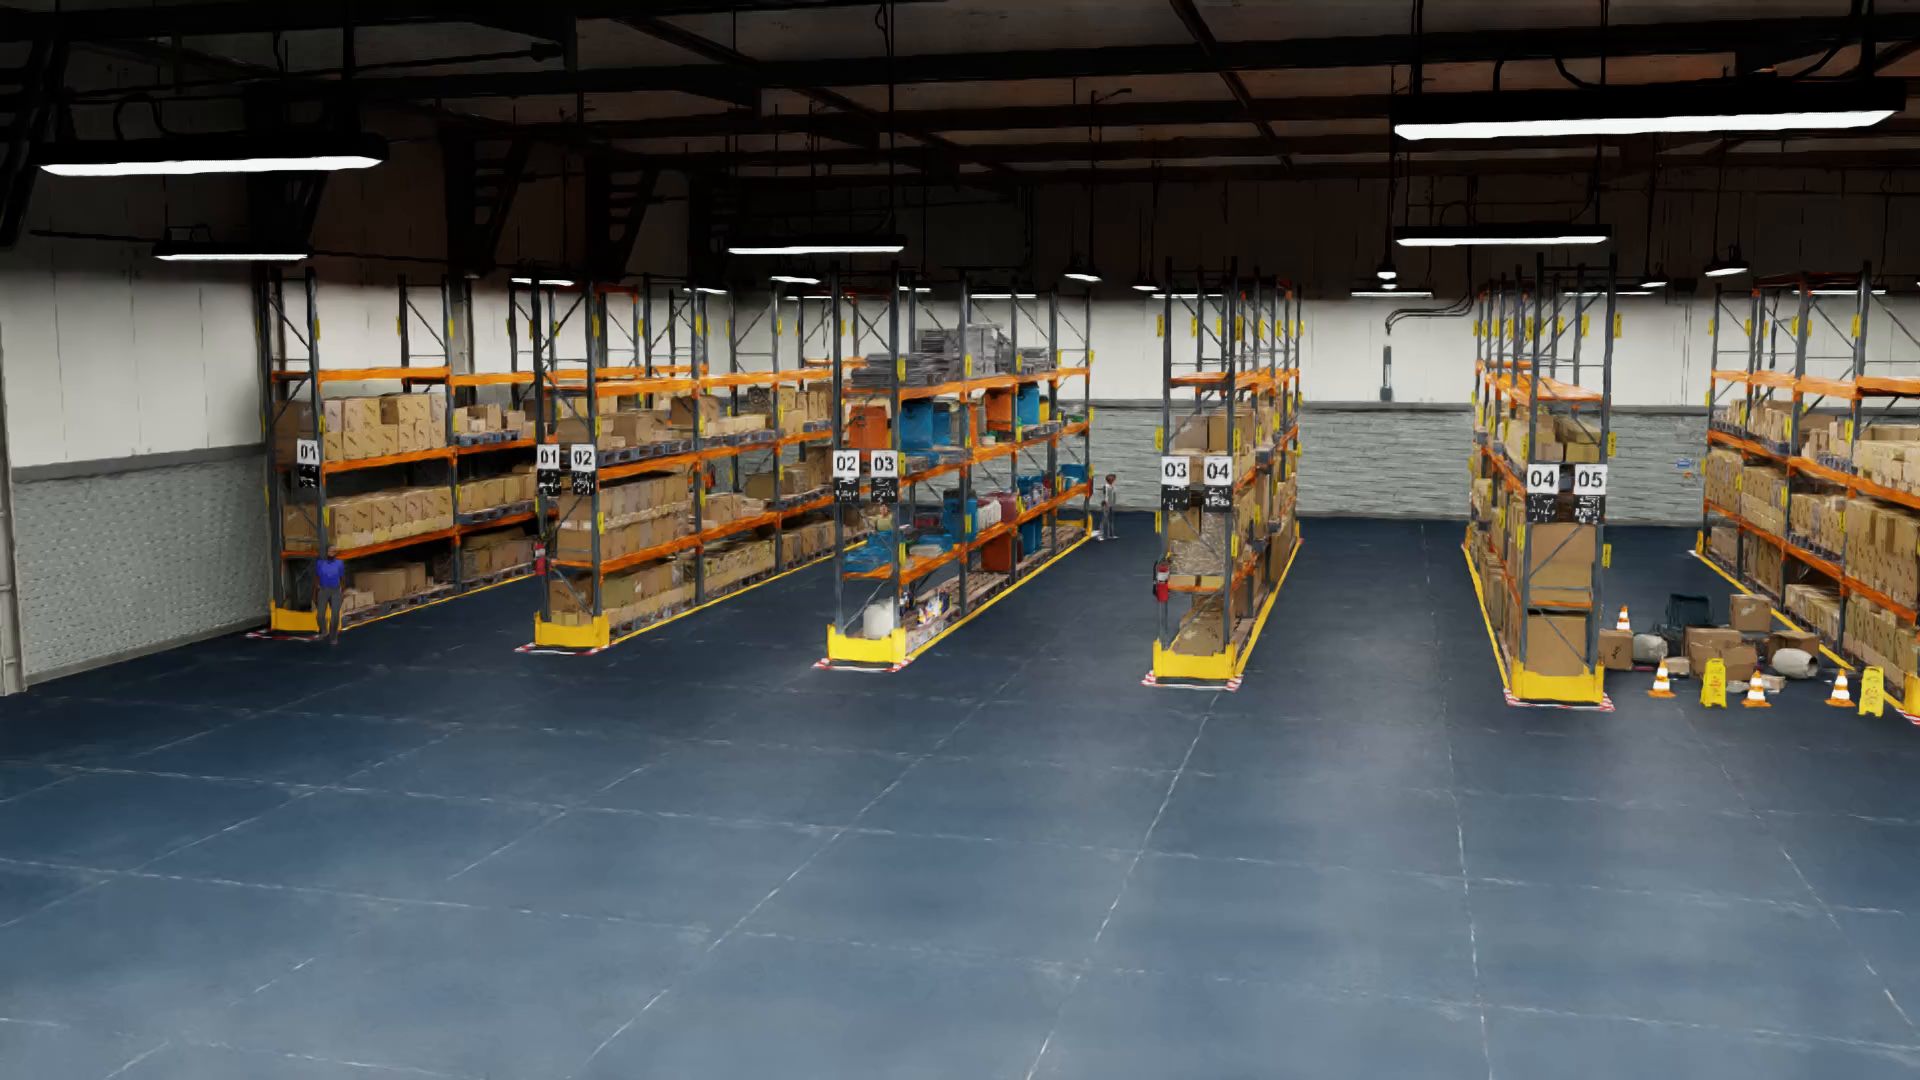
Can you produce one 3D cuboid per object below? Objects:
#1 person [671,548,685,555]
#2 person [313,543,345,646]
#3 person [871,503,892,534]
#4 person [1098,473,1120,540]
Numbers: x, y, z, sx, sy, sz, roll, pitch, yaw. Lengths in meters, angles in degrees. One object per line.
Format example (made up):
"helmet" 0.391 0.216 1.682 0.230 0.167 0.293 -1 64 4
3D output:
"person" -5.849 -0.164 34.157 0.498 1.676 0.464 -7 10 -44
"person" -10.042 0.845 26.441 0.514 1.645 0.527 -3 8 -21
"person" -1.470 0.037 32.916 0.598 1.619 0.507 2 7 12
"person" 3.522 -0.794 39.471 0.470 1.594 0.526 3 8 24
